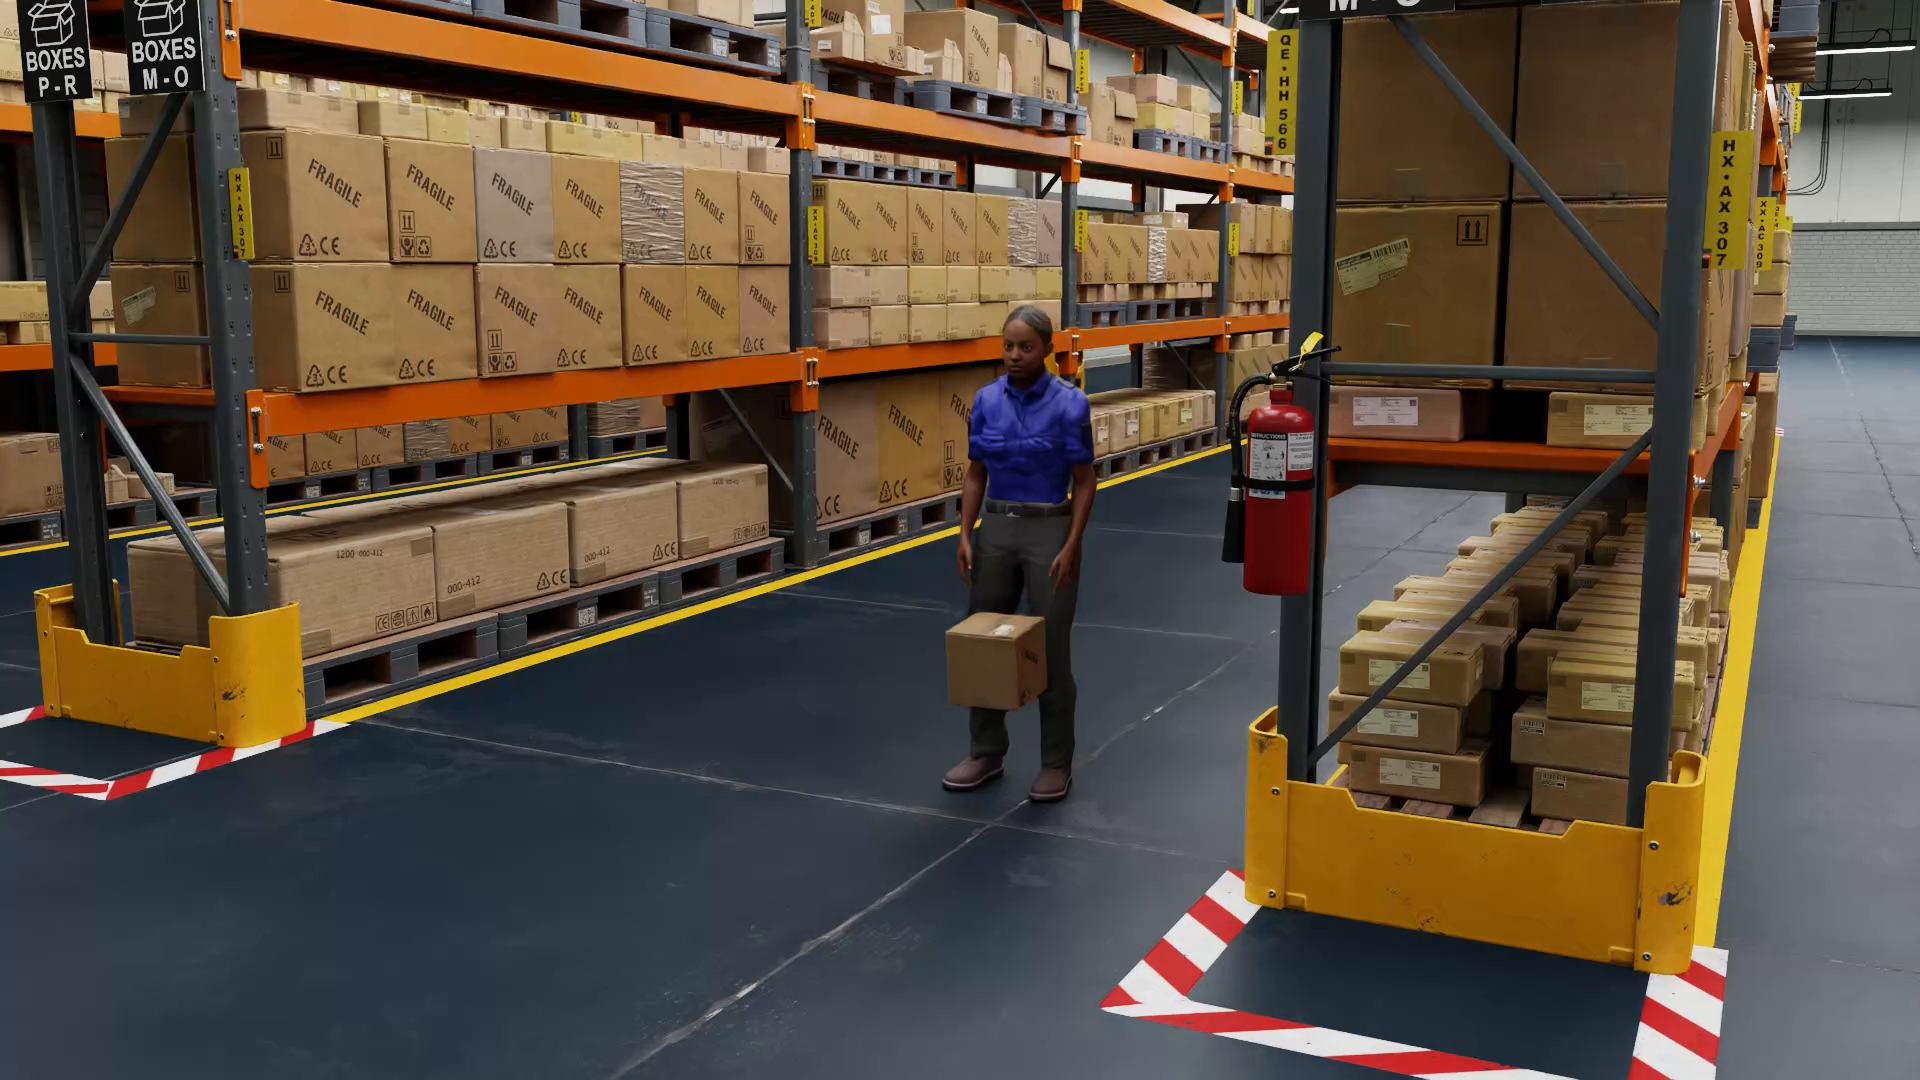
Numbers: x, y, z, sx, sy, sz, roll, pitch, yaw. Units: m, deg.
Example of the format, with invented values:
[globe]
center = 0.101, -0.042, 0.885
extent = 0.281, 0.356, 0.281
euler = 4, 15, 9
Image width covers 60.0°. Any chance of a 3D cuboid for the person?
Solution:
[person]
center = 0.214, 0.035, 5.657
extent = 0.494, 1.659, 0.345
euler = 4, 10, 24
